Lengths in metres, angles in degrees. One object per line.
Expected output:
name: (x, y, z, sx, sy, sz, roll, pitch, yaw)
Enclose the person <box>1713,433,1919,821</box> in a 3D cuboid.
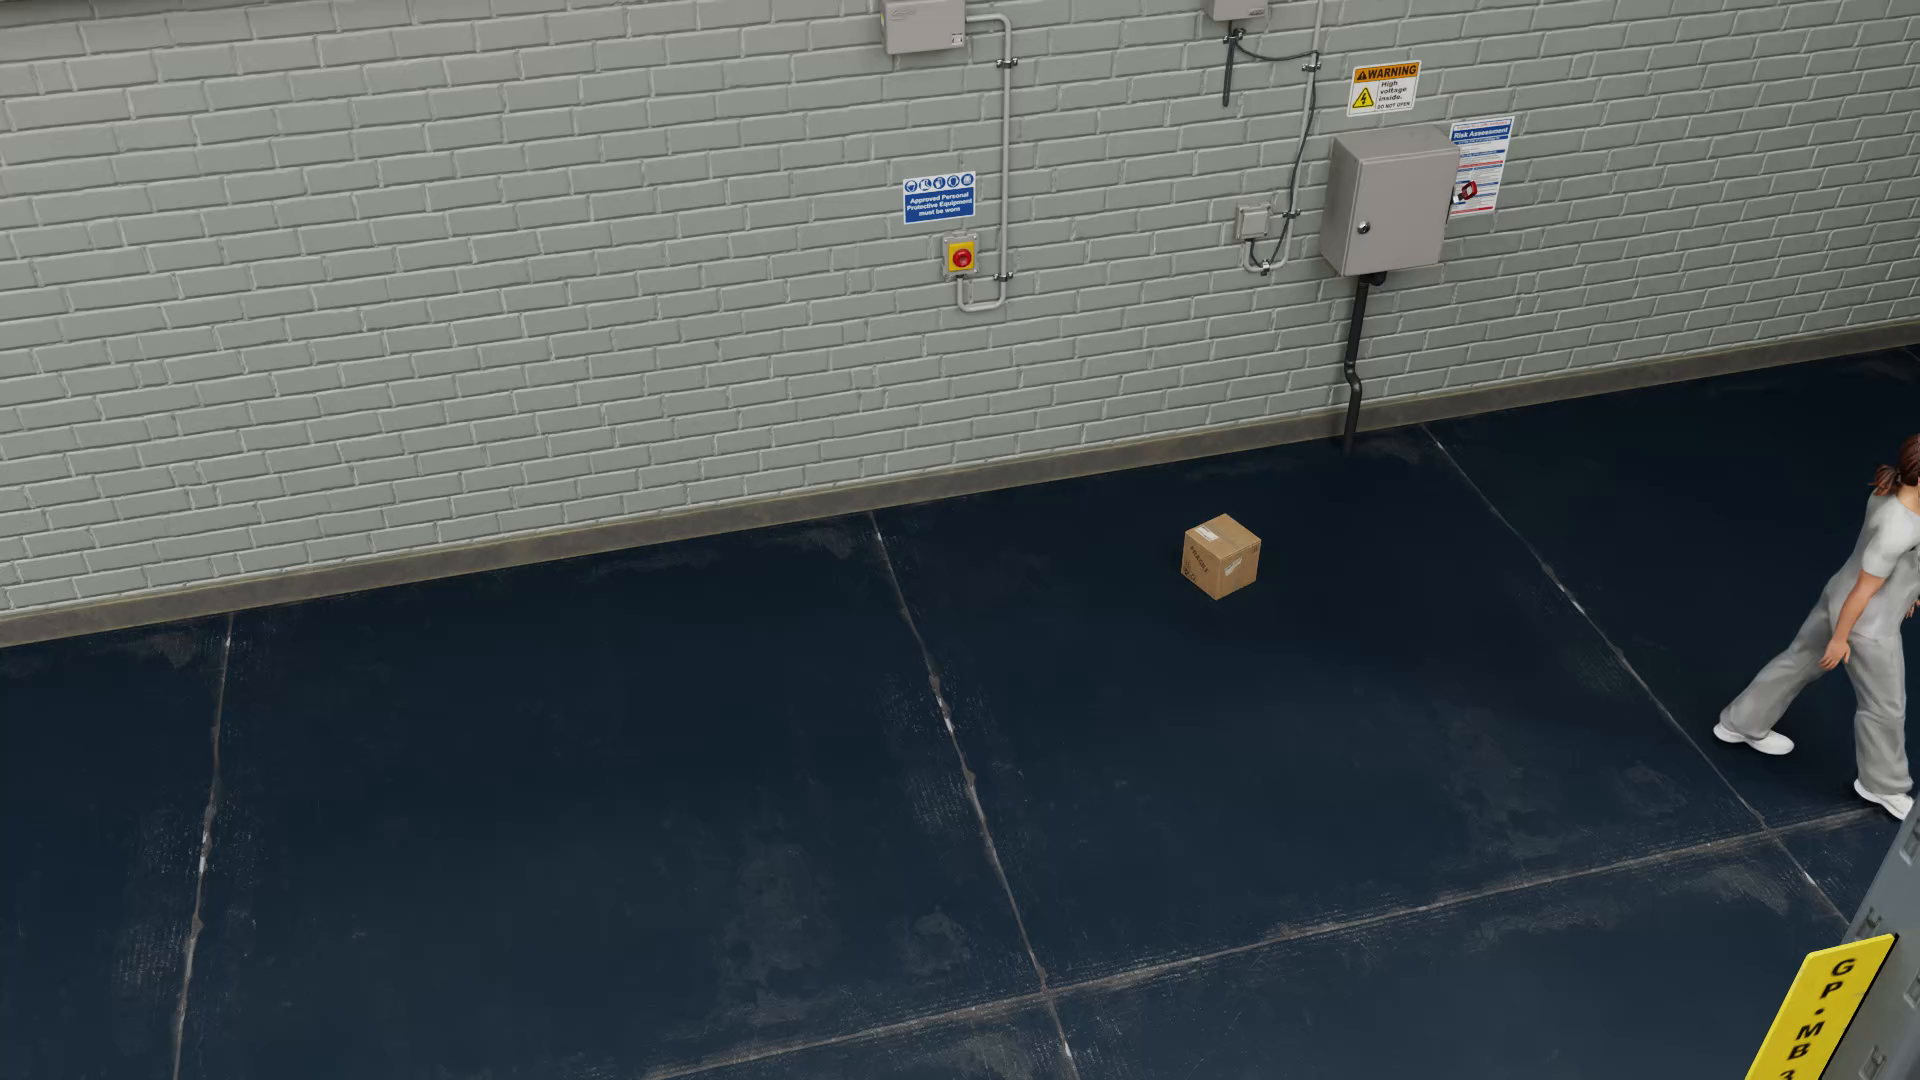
person: (3.528, 0.299, 6.326, 0.832, 1.654, 0.466, 13, 40, 16)
